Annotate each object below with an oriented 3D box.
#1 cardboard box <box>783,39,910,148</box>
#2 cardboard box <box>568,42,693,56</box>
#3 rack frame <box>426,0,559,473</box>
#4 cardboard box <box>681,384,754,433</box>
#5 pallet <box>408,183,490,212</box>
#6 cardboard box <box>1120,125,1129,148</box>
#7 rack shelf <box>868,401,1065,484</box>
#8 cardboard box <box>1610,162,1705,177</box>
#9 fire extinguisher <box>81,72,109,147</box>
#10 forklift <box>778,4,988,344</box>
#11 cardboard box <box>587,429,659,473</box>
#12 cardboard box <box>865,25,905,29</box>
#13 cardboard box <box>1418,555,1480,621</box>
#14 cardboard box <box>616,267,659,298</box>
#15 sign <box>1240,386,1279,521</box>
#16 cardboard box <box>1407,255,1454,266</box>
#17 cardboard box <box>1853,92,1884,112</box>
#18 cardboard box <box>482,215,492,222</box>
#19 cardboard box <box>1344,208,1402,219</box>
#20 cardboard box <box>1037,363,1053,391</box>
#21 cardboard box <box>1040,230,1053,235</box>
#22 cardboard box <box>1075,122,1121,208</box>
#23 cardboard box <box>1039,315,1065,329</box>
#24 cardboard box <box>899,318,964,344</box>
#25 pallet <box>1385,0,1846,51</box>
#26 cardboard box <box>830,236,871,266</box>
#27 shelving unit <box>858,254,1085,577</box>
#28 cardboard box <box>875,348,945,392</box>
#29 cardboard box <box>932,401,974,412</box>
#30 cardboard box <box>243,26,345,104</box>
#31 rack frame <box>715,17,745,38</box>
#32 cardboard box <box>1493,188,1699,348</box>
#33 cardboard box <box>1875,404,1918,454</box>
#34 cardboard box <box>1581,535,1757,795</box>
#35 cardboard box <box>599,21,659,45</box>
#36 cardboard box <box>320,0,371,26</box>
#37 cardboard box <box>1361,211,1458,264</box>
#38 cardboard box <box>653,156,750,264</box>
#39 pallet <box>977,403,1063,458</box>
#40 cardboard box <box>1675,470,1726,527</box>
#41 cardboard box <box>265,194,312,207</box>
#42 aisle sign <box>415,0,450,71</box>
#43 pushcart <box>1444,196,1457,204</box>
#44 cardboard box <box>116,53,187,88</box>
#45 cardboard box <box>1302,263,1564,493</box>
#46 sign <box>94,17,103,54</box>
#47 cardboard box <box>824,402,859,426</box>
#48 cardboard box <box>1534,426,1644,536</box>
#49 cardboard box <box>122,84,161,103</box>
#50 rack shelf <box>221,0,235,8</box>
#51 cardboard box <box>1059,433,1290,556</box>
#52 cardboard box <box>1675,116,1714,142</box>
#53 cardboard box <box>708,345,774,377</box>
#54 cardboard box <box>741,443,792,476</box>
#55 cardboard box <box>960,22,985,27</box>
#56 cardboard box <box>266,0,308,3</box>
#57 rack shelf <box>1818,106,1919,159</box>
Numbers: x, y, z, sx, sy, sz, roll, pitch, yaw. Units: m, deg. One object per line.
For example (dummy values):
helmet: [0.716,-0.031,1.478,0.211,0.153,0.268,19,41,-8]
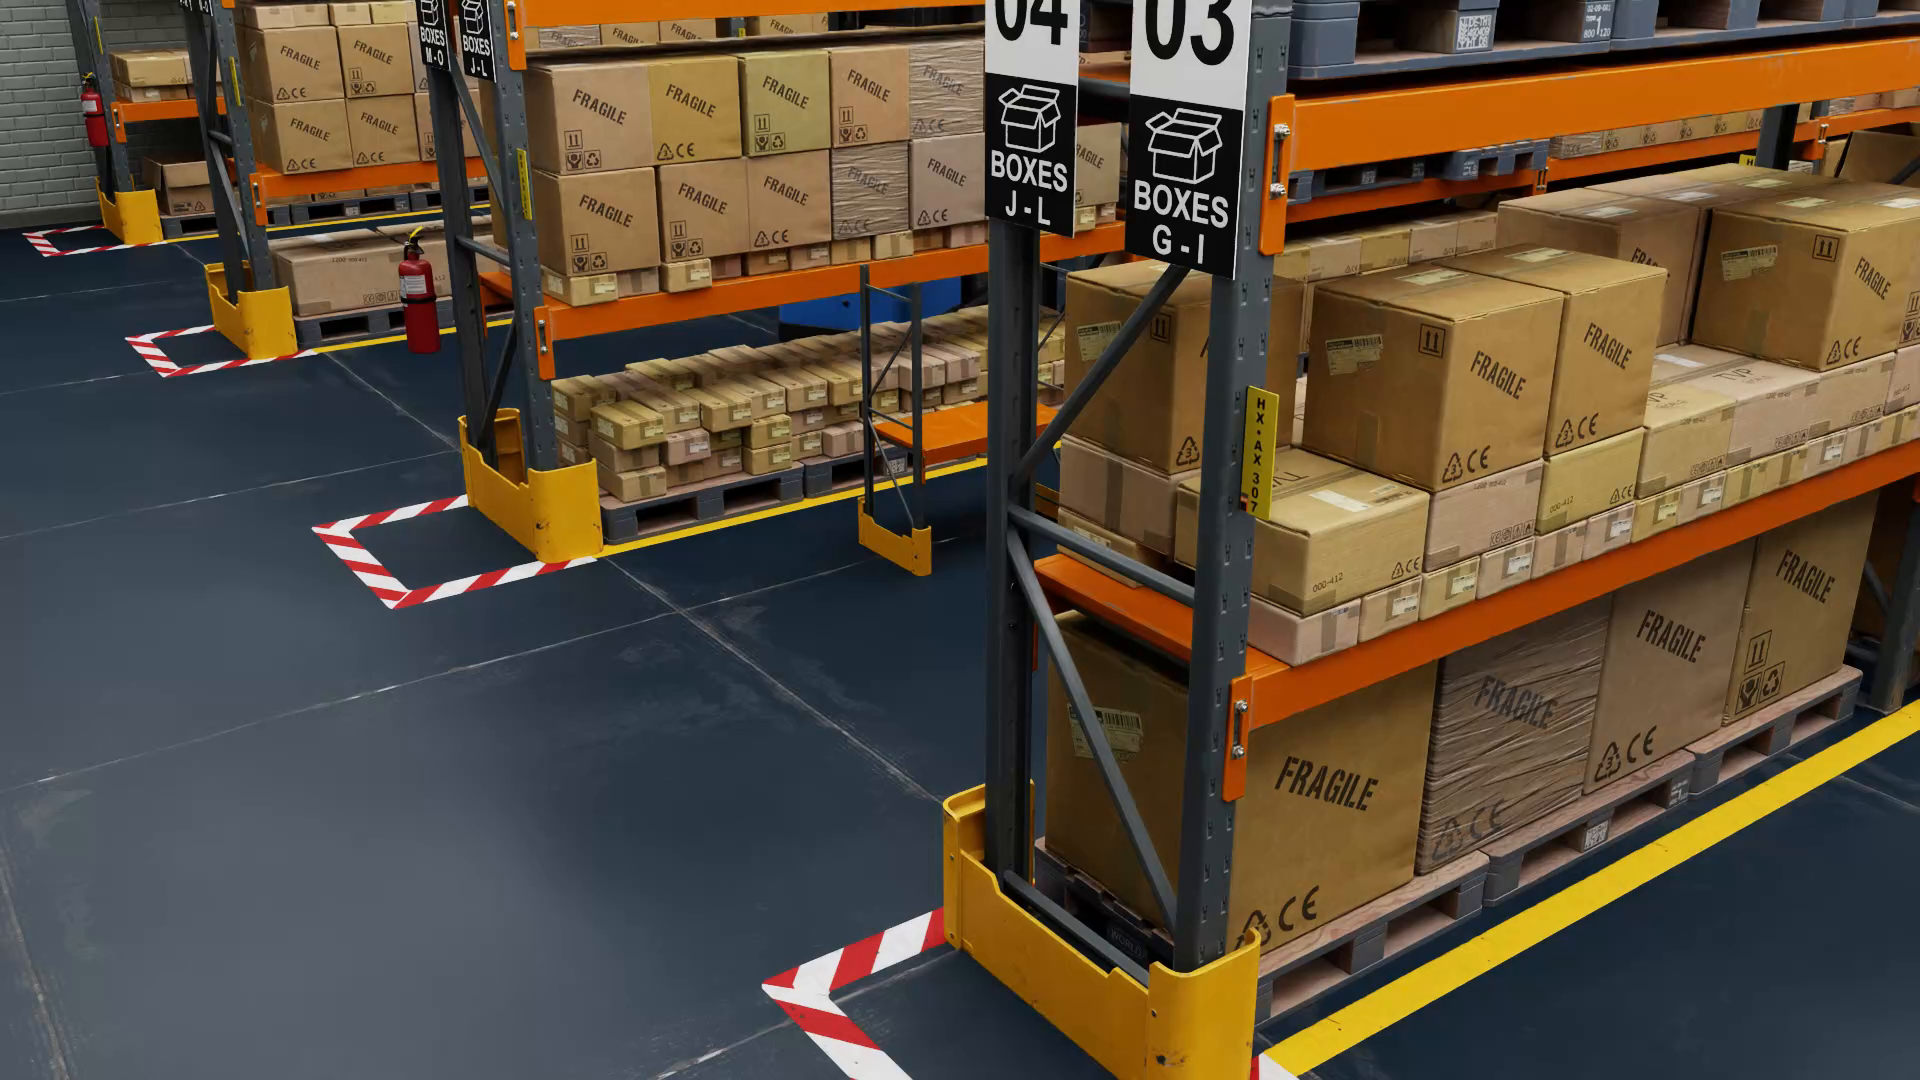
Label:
cardboard box: [-0.623,-2.451,9.105,0.500,0.500,0.500,-16,27,-34]
cardboard box: [-1.758,-2.389,8.950,0.500,0.500,0.500,-16,27,-35]
rack frame: [-2.395,-1.456,8.498,0.127,3.000,1.000,-15,26,-33]
cardboard box: [-1.339,-0.726,9.147,0.250,0.149,0.380,-15,26,-33]
pallet: [-5.581,-3.838,18.230,1.213,0.211,1.003,-15,26,-33]
cardboard box: [1.059,-2.684,10.946,0.250,0.149,0.380,-14,26,-31]
rack shelf: [0.069,-0.548,8.731,1.000,0.185,0.538,-15,26,-33]
cardboard box: [6.109,-2.835,14.422,0.750,0.750,1.050,-15,26,-33]
fire extinguisher: [-8.120,-4.036,15.571,0.183,0.674,0.296,-15,26,-33]
forklift: [-0.295,-3.092,12.689,1.130,2.935,3.031,9,23,20]
cardboard box: [-1.820,-0.501,8.984,0.250,0.149,0.380,-14,26,-31]
cardboard box: [-0.791,-4.535,14.730,0.500,0.500,0.500,-16,27,-34]
cardboard box: [1.315,0.086,4.974,0.250,0.149,0.380,-16,27,-34]
cardboard box: [-1.759,-1.378,8.643,0.250,0.149,0.380,-14,26,-31]
sign: [0.739,-0.213,4.107,0.005,0.325,0.100,-15,26,-33]
cardboard box: [3.293,-1.889,12.390,0.500,0.500,0.500,-14,26,-31]
cardboard box: [8.071,-4.332,15.504,0.550,0.550,0.875,-15,26,-33]
cardboard box: [-3.420,-2.497,13.996,0.875,0.438,0.875,-16,27,-34]
cardboard box: [2.986,-2.384,12.617,0.500,0.250,0.500,-15,26,-33]
cardboard box: [0.362,-1.042,10.338,0.250,0.149,0.380,-16,27,-35]
cardboard box: [0.359,-1.945,10.061,0.250,0.149,0.380,-14,26,-31]
cardboard box: [0.624,-2.317,10.119,0.500,0.500,0.500,-15,26,-33]
cardboard box: [0.715,-1.314,10.619,0.250,0.149,0.380,-14,26,-31]
cardboard box: [-0.182,-1.282,10.540,0.250,0.149,0.380,-16,27,-34]
pallet: [2.007,-1.723,5.240,1.213,0.211,1.003,-15,26,-33]
cardboard box: [-0.704,-1.664,9.358,0.250,0.149,0.380,-14,26,-31]
shelving unit: [0.062,-0.713,8.660,1.083,1.500,0.587,-15,26,-33]
cardboard box: [-0.301,-1.009,9.856,0.250,0.149,0.380,-16,27,-35]
cardboard box: [-0.108,-0.781,10.087,0.250,0.149,0.380,-15,26,-33]
cardboard box: [-4.812,-3.452,12.017,0.500,0.500,0.500,-16,27,-34]
rack frame: [-2.121,-3.789,14.345,0.127,3.000,1.000,-15,26,-33]
cardboard box: [2.304,-0.980,6.093,0.500,0.500,0.500,-16,27,-34]
cardboard box: [3.401,-0.471,6.368,0.250,0.149,0.380,-14,26,-32]
cardboard box: [2.353,0.298,6.404,0.875,0.875,0.875,-15,26,-33]
cardboard box: [-2.760,-4.007,13.408,0.500,0.500,0.500,-15,26,-34]
cardboard box: [-4.469,-3.829,12.085,0.250,0.149,0.380,-14,26,-31]
cardboard box: [3.293,-2.231,12.233,0.500,0.250,0.500,-14,26,-32]
cardboard box: [-1.450,-1.778,8.769,0.500,0.500,0.500,-15,26,-33]
pallet: [0.327,-0.871,10.794,1.213,0.211,1.003,-15,26,-33]
cardboard box: [2.360,-0.194,5.673,0.250,0.149,0.380,-14,26,-32]
cardboard box: [-7.002,-3.727,16.996,0.500,0.500,0.700,-14,26,-31]
aisle sign: [-2.630,-2.738,8.203,0.004,0.787,0.394,-15,26,-33]
pushcart: [5.745,-3.628,17.479,1.648,0.377,0.936,14,26,32]
cardboard box: [-7.745,-4.502,15.931,0.500,0.250,0.500,-15,26,-33]
cardboard box: [1.372,-0.490,4.866,0.500,0.500,0.500,-16,27,-34]
sign: [-7.953,-4.655,15.346,0.005,0.325,0.100,-15,26,-33]
cardboard box: [-0.790,-0.803,9.741,0.250,0.149,0.380,-13,25,-30]
cardboard box: [1.795,-0.255,5.290,0.500,0.250,0.500,-16,27,-35]
cardboard box: [-7.843,-4.288,15.934,0.250,0.149,0.380,-15,26,-33]
rack shelf: [-3.745,-4.415,12.838,4.000,0.370,1.077,-15,26,-33]
cardboard box: [0.658,-0.195,5.140,0.500,0.250,0.500,-15,26,-34]
cardboard box: [5.847,-3.577,13.679,0.500,0.500,0.500,-15,26,-33]
cardboard box: [-1.307,-1.037,9.926,0.250,0.149,0.380,-14,26,-31]
cardboard box: [-1.149,-0.504,9.391,0.250,0.149,0.380,-15,26,-32]
cardboard box: [0.343,-2.947,10.348,0.500,0.500,0.500,-14,26,-32]
cardboard box: [-5.002,-3.936,12.353,0.250,0.149,0.380,-14,26,-32]
rack shelf: [8.969,-4.152,16.226,4.000,0.370,1.077,-15,26,-33]
